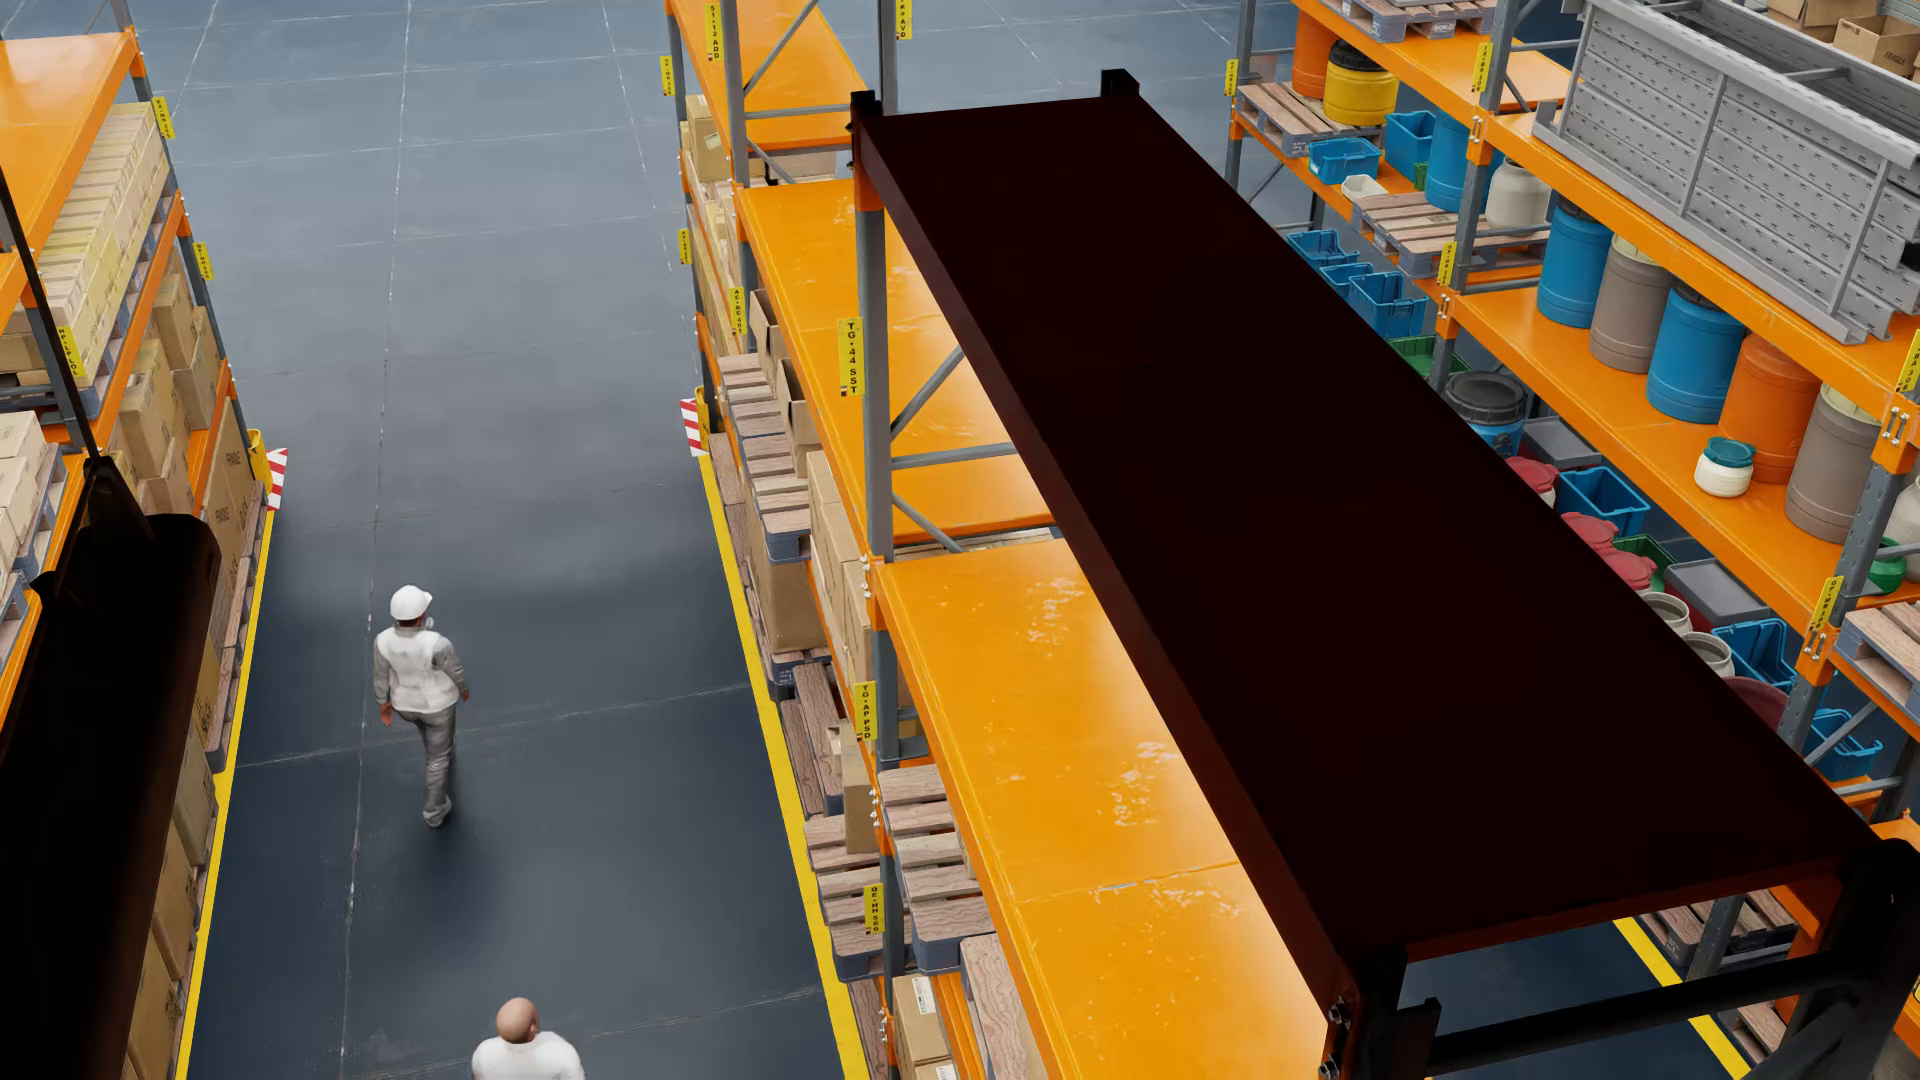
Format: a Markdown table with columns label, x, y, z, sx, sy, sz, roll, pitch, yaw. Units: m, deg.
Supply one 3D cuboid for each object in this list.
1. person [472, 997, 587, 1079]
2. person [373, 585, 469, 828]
| label | x | y | z | sx | sy | sz | roll | pitch | yaw |
| --- | --- | --- | --- | --- | --- | --- | --- | --- | --- |
| person | -2.091 | 2.861 | 8.354 | 0.598 | 1.759 | 1.033 | -4 | 35 | -5 |
| person | -3.522 | 0.985 | 11.077 | 0.580 | 1.731 | 0.926 | 7 | 35 | 10 |
